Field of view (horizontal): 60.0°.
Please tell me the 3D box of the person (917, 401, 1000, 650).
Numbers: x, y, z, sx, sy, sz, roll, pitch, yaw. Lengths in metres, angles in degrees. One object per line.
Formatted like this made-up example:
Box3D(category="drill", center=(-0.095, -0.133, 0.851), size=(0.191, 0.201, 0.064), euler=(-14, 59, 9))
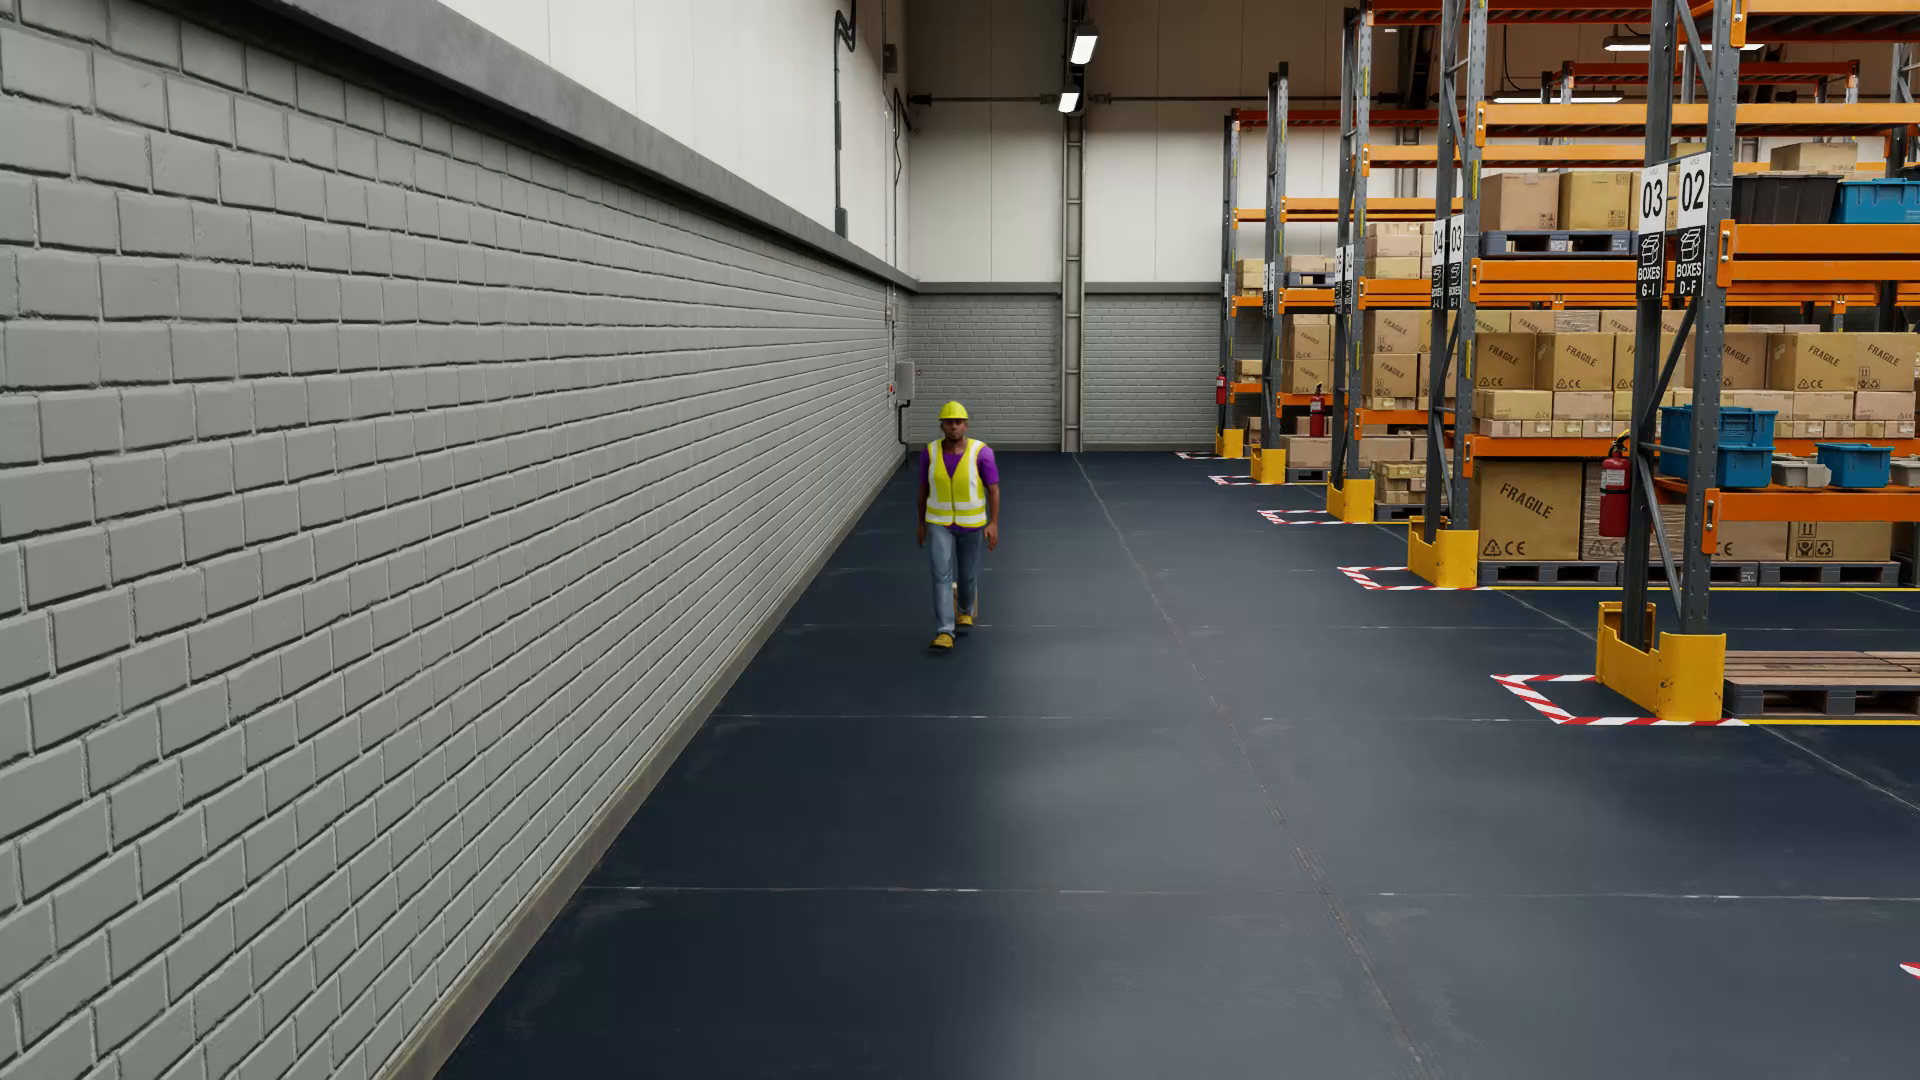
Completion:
Box3D(category="person", center=(-0.017, -0.119, 11.720), size=(0.600, 1.717, 1.073), euler=(0, 7, 3))
